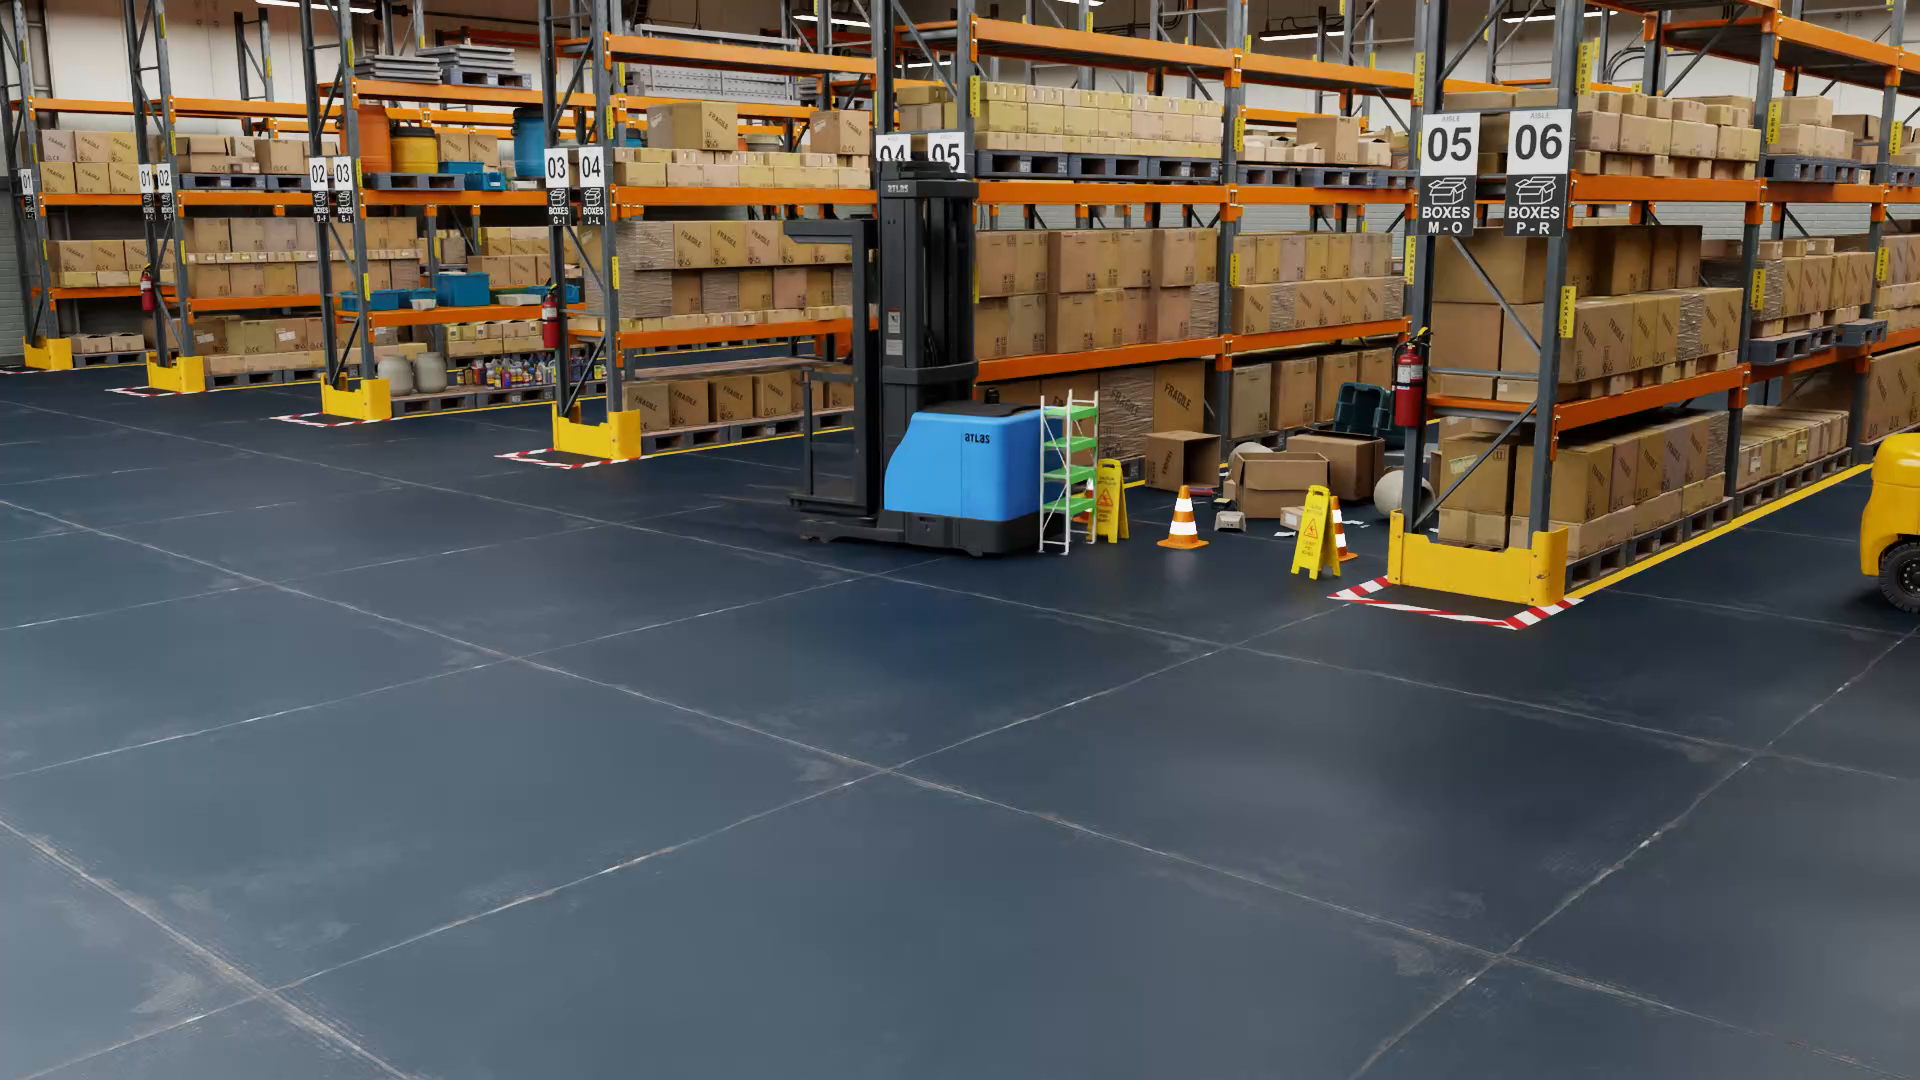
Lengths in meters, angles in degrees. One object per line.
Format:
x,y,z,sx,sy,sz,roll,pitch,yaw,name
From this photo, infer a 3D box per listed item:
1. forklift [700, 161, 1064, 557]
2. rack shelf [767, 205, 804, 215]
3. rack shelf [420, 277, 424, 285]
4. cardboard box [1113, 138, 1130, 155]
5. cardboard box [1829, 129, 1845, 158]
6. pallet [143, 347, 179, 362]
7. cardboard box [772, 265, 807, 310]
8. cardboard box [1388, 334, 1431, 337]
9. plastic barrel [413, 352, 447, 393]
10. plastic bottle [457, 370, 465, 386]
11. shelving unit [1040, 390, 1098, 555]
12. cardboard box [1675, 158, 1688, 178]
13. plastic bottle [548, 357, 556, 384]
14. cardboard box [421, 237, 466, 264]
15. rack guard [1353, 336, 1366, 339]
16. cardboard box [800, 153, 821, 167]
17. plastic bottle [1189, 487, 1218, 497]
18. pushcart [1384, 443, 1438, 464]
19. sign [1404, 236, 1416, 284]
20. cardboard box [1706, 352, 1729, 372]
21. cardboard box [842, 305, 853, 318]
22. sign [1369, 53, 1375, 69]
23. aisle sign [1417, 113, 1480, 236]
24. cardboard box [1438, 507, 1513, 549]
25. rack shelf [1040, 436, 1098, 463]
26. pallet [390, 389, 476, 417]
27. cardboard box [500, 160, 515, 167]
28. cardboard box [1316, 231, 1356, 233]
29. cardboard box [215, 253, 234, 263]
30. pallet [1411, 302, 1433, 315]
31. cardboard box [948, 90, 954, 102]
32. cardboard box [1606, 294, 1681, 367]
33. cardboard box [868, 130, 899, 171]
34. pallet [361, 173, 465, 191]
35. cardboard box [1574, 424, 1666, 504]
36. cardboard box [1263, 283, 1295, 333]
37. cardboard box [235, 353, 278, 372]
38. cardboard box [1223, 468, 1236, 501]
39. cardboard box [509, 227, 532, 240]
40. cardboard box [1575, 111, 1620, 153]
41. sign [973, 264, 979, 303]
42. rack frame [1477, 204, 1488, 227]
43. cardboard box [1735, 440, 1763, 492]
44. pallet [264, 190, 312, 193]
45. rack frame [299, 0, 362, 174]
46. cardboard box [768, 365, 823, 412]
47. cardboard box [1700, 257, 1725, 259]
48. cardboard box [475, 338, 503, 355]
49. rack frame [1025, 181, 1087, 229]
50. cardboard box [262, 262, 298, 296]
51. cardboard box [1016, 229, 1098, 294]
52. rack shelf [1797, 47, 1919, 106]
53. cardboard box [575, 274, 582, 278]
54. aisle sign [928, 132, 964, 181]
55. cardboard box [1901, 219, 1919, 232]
-0.713,-1.500,13.236,3.031,2.935,1.130,7,13,30,forklift
-2.150,-6.853,34.044,1.077,0.370,4.000,10,15,40,rack shelf
-11.155,-4.845,31.649,1.077,0.370,4.000,10,15,40,rack shelf
1.340,-3.610,15.281,0.380,0.149,0.250,10,15,40,cardboard box
7.468,-3.491,14.681,0.500,0.250,0.500,10,15,40,cardboard box
-13.697,-3.253,28.958,1.003,0.211,1.213,10,15,40,pallet
-2.267,-2.964,19.377,0.875,0.500,0.500,10,15,40,cardboard box
5.914,-2.546,21.694,0.500,0.250,0.500,10,15,42,cardboard box
-6.965,-2.201,21.852,0.421,0.512,0.421,0,11,0,plastic barrel
-6.790,-2.205,22.613,0.097,0.201,0.097,0,11,0,plastic bottle
0.837,-0.527,12.787,0.258,1.200,0.503,6,13,29,shelving unit
5.228,-2.786,12.487,0.380,0.149,0.250,10,15,42,cardboard box
-5.581,-2.332,22.868,0.144,0.351,0.185,10,15,40,plastic bottle
-10.137,-5.687,32.646,0.700,0.500,0.500,8,14,34,cardboard box
6.625,-3.526,29.588,1.175,0.500,0.348,10,15,40,rack guard
-1.818,-4.371,19.143,0.380,0.149,0.250,9,15,39,cardboard box
2.227,-0.437,15.241,0.283,0.061,0.133,4,12,21,plastic bottle
4.386,-0.703,15.767,1.648,0.377,0.936,4,12,21,pushcart
3.088,-1.910,11.354,0.100,0.325,0.005,10,15,40,sign
5.989,-1.454,13.473,0.380,0.149,0.250,10,15,42,cardboard box
-1.406,-2.754,19.984,0.380,0.149,0.250,10,15,40,cardboard box
7.007,-8.115,28.277,0.100,0.325,0.005,10,15,40,sign
3.232,-2.416,11.012,0.394,0.787,0.004,10,15,40,aisle sign
3.839,-0.128,12.140,0.500,0.250,0.500,10,15,40,cardboard box
0.837,-0.700,12.753,0.258,0.148,0.480,6,13,29,rack shelf
-7.118,-1.803,21.700,1.003,0.211,1.213,10,15,40,pallet
-9.247,-7.392,33.524,0.700,0.500,0.500,9,14,37,cardboard box
6.485,-5.083,28.709,0.500,0.500,0.500,10,15,41,cardboard box
-10.799,-4.112,24.227,0.380,0.149,0.250,9,15,39,cardboard box
5.377,-2.940,20.760,1.213,0.211,1.003,10,15,40,pallet
-0.160,-3.862,14.507,0.380,0.149,0.250,10,15,41,cardboard box
5.017,-1.569,12.395,0.500,0.500,0.500,9,15,39,cardboard box
-0.928,-4.767,20.423,0.797,0.503,0.637,9,14,38,cardboard box
-7.054,-4.522,21.017,1.003,0.211,1.213,10,15,40,pallet
4.926,-0.575,12.465,0.500,0.500,0.500,10,15,41,cardboard box
3.229,-2.492,17.777,0.500,0.500,0.500,10,15,41,cardboard box
-10.543,-2.657,24.805,0.500,0.250,0.500,10,15,40,cardboard box
2.595,-0.495,15.010,0.258,0.266,0.396,-9,14,-38,cardboard box
-8.987,-6.177,33.501,0.500,0.250,0.500,9,15,40,cardboard box
4.023,-2.696,11.014,0.500,0.250,0.500,9,15,39,cardboard box
0.119,-2.129,13.798,0.100,0.325,0.005,10,15,40,sign
7.627,-3.504,23.094,1.000,3.000,0.127,10,15,40,rack frame
6.476,-0.696,14.675,0.950,0.372,0.625,10,15,41,cardboard box
-11.987,-6.360,30.216,1.213,0.211,1.003,10,15,40,pallet
-7.673,-5.976,20.158,1.000,3.000,0.127,10,15,40,rack frame
-1.979,-1.824,19.994,0.500,0.500,0.500,-7,13,-30,cardboard box
6.591,-2.273,14.846,0.500,0.500,0.500,10,15,41,cardboard box
-7.961,-3.224,27.642,0.500,0.250,0.500,10,15,42,cardboard box
1.328,-3.571,23.433,1.000,3.000,0.127,10,15,40,rack frame
-10.399,-3.942,25.033,0.700,0.500,0.500,10,15,41,cardboard box
0.746,-2.548,15.172,0.875,0.550,0.550,10,15,40,cardboard box
10.092,-4.977,18.013,1.077,0.370,4.000,10,15,40,rack shelf
-6.497,-4.561,29.031,0.380,0.149,0.250,10,15,40,cardboard box
-0.115,-2.964,13.753,0.394,0.787,0.004,10,15,40,aisle sign
11.632,-3.847,20.350,0.380,0.149,0.250,10,15,42,cardboard box
